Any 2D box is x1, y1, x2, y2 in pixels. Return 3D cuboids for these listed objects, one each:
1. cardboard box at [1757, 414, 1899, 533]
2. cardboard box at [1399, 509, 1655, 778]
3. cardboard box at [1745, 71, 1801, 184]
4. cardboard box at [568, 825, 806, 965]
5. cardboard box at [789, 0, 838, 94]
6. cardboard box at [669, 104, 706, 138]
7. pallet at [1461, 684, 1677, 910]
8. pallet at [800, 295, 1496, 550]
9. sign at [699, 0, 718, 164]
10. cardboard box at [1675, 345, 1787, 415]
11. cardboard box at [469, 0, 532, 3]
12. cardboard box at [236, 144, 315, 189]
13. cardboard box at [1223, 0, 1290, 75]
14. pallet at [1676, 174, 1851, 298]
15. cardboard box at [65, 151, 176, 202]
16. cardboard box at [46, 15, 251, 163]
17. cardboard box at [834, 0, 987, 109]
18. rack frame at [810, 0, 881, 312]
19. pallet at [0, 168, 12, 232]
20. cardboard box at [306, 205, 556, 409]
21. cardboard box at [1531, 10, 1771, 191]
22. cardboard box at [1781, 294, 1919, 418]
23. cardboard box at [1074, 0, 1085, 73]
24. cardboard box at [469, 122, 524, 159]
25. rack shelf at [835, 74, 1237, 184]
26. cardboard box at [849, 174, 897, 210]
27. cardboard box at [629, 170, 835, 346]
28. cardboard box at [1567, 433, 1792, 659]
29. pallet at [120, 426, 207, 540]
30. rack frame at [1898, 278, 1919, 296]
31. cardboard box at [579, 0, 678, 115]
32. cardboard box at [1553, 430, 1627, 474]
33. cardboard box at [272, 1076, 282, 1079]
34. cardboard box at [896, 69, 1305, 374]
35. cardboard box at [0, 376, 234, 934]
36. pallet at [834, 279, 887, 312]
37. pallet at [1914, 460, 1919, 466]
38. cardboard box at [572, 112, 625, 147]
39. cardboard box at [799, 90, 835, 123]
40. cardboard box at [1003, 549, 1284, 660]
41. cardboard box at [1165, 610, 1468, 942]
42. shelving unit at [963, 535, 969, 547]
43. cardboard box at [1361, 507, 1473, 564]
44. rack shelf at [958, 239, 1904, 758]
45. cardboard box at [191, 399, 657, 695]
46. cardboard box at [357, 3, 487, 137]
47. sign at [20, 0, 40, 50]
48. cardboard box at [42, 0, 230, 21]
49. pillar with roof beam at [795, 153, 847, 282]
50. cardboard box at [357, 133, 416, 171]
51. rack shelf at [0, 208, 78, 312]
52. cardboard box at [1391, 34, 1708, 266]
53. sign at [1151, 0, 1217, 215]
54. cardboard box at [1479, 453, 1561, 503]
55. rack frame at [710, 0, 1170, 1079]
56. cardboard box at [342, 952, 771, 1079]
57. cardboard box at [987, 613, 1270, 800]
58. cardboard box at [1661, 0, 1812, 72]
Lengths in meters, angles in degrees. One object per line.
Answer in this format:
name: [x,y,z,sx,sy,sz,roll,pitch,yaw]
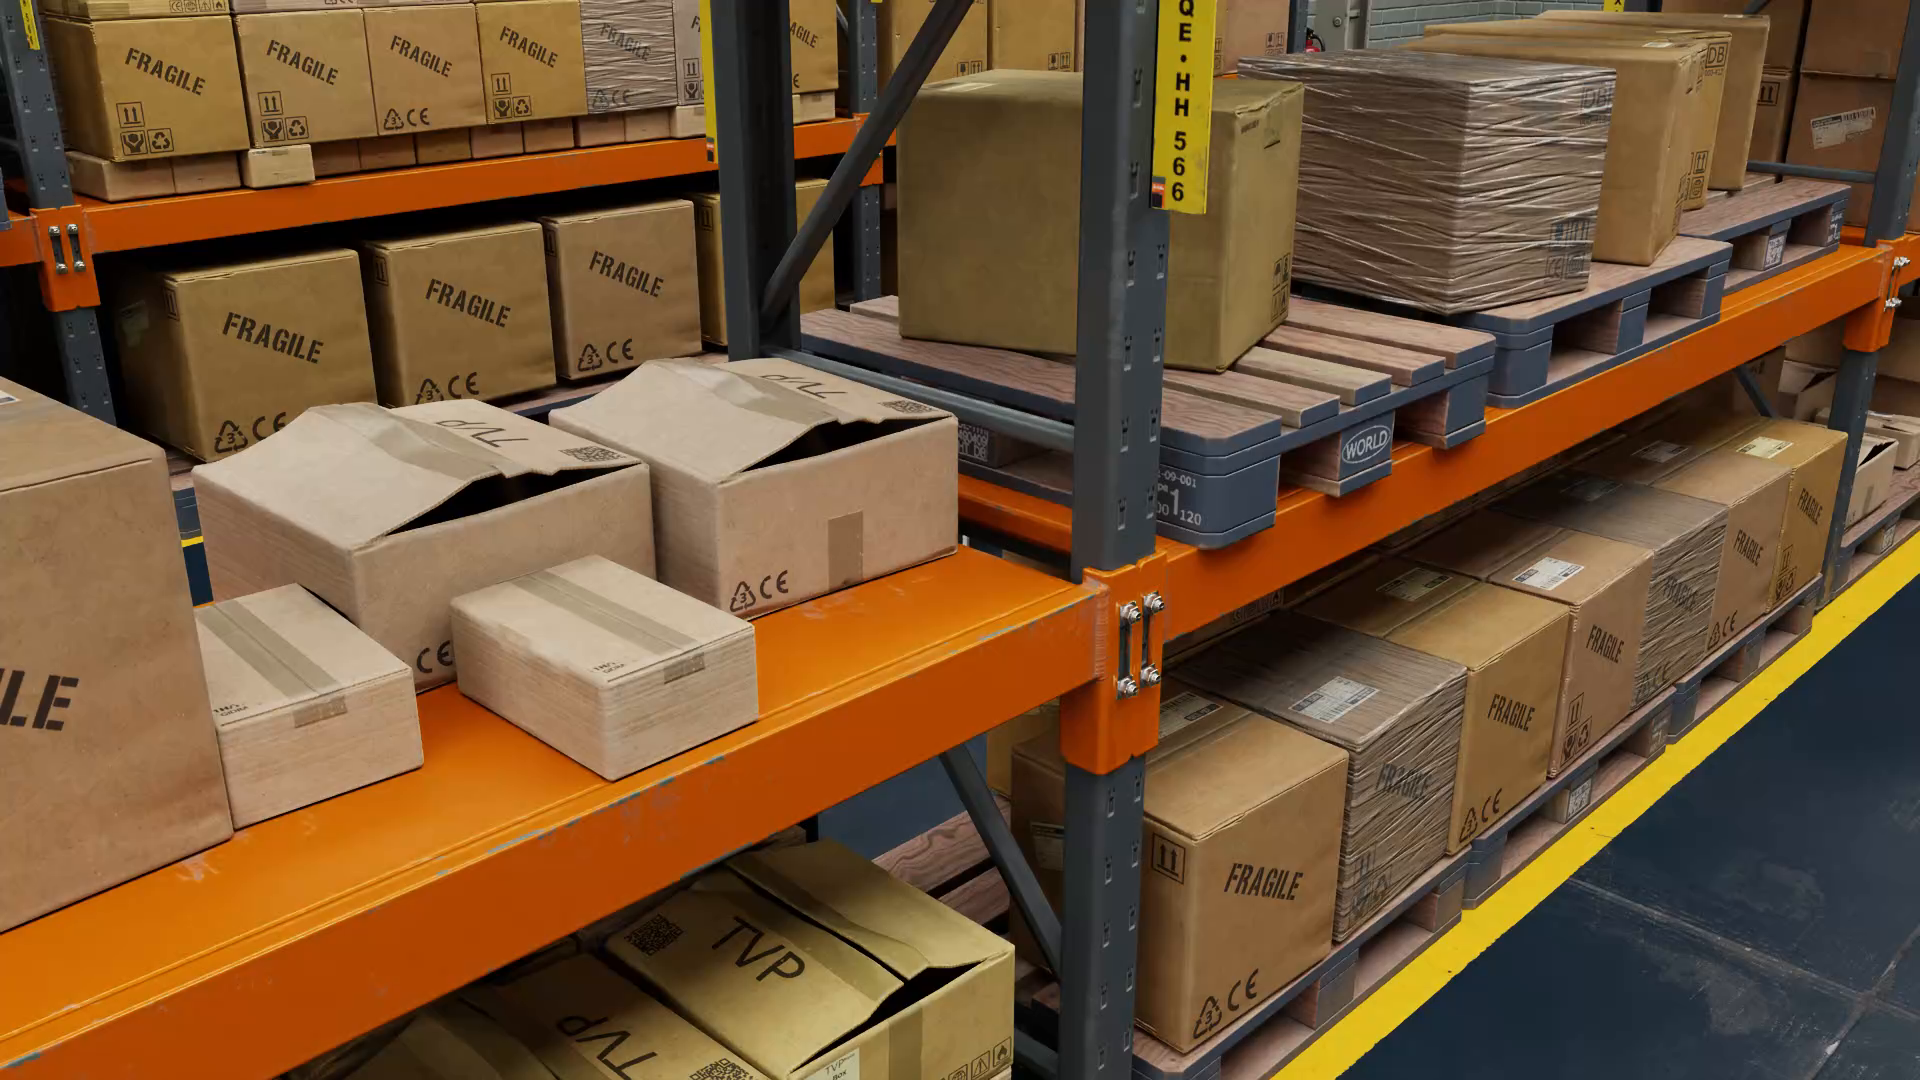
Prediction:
cardboard box: [3.171,-0.284,6.266,0.500,0.311,0.500,19,28,41]
cardboard box: [1.530,0.265,4.574,0.500,0.500,0.500,18,27,39]
cardboard box: [2.888,-1.519,6.206,0.500,0.500,0.500,-20,28,-41]
cardboard box: [-0.643,0.635,3.206,0.500,0.311,0.500,-19,28,-40]
cardboard box: [-0.970,-2.532,8.398,0.500,0.500,0.500,19,28,40]
cardboard box: [-1.376,-2.044,8.034,0.380,0.149,0.250,19,28,41]
pallet: [1.332,0.556,4.835,1.003,0.211,1.213,19,28,41]
pallet: [0.356,-0.354,3.581,1.213,0.211,1.003,19,28,41]
sign: [-0.462,-0.888,3.201,0.100,0.325,0.005,19,28,41]
cardboard box: [2.918,-0.536,6.658,0.500,0.500,0.500,19,28,41]
cardboard box: [-2.045,-2.488,7.240,0.500,0.250,0.500,19,28,40]
cardboard box: [-2.795,-1.519,6.667,0.250,0.149,0.380,-19,28,-40]
cardboard box: [1.614,-3.553,11.220,0.700,0.700,0.980,-19,28,-40]
pallet: [2.088,-1.012,5.294,1.003,0.211,1.213,19,28,41]
cardboard box: [-3.223,-1.409,6.382,0.380,0.149,0.250,19,28,40]
cardboard box: [-3.096,-1.746,6.354,0.500,0.500,0.500,-19,28,-40]
cardboard box: [-0.438,-2.794,9.244,0.700,0.700,0.980,-20,28,-41]
rack frame: [-0.828,-2.518,8.946,1.000,3.000,0.127,19,28,41]
pallet: [-4.040,-1.191,5.759,1.213,0.211,1.003,19,28,41]
cardboard box: [-2.396,-1.063,7.569,0.750,0.750,0.750,19,28,40]
cardboard box: [2.233,-1.457,5.458,0.700,0.500,0.500,9,23,23]
cardboard box: [4.030,-0.804,7.352,0.797,0.503,0.637,19,28,41]
cardboard box: [0.576,-3.170,10.222,0.980,0.700,0.700,18,27,38]
cardboard box: [-2.161,-1.806,7.415,0.380,0.149,0.250,19,28,41]
rack shelf: [0.567,-2.697,10.413,1.077,0.370,4.000,19,28,41]
cardboard box: [-0.477,-2.030,9.669,0.380,0.149,0.250,19,28,40]
cardboard box: [-1.189,-1.511,8.737,0.750,0.750,0.750,20,28,41]
cardboard box: [2.234,0.005,5.251,0.500,0.500,0.500,19,28,41]
pallet: [-3.015,-0.372,7.249,1.003,0.211,1.213,19,28,41]
rack frame: [5.514,-2.308,8.398,1.000,3.000,0.127,19,28,41]
cardboard box: [-1.675,-2.271,7.720,0.500,0.500,0.500,19,28,41]
cardboard box: [1.847,-0.115,5.564,0.500,0.500,0.500,-20,28,-41]
cardboard box: [-1.361,0.903,2.510,0.500,0.311,0.500,18,28,39]
cardboard box: [0.292,-0.684,3.449,0.700,0.500,0.500,9,23,23]
cardboard box: [-1.226,0.137,1.897,0.500,0.500,0.500,17,27,38]
pallet: [-0.242,-1.393,9.904,1.003,0.211,1.213,19,28,41]
pallet: [4.054,-0.469,7.502,1.003,0.211,1.213,19,28,41]
cardboard box: [-1.779,-1.937,7.756,0.380,0.149,0.250,18,28,39]
cardboard box: [-0.861,-2.253,8.577,0.380,0.149,0.250,20,28,41]
cardboard box: [0.454,0.045,4.102,0.500,0.250,0.500,-19,28,-40]
cardboard box: [0.817,0.529,3.889,0.500,0.500,0.500,18,27,39]
shelving unit: [0.115,-0.603,6.470,0.258,1.200,0.503,19,28,41]
cardboard box: [1.140,0.141,4.897,0.500,0.500,0.500,18,27,39]
rack shelf: [1.328,-0.430,4.514,1.077,0.370,4.000,19,28,41]
cardboard box: [-0.830,-0.028,2.592,0.500,0.311,0.500,19,28,40]
cardboard box: [-2.378,-2.006,7.030,0.500,0.500,0.500,19,28,40]
sign: [-3.223,-1.860,5.730,0.100,0.325,0.005,19,28,41]
cardboard box: [-3.097,-2.095,6.216,0.500,0.250,0.500,-19,28,-41]
pillar with roof beam: [2.125,-4.638,6.098,9.100,9.000,0.400,19,28,41]
cardboard box: [-2.533,-1.683,7.095,0.250,0.149,0.380,-19,28,-41]
rack shelf: [-5.014,-0.640,5.062,1.077,0.370,4.000,19,28,41]
cardboard box: [1.535,-1.053,4.408,0.700,0.500,0.500,12,24,27]
sign: [0.333,-0.654,2.481,0.100,0.325,0.005,19,28,41]
cardboard box: [1.514,-0.348,5.124,0.500,0.250,0.500,19,28,41]
rack frame: [-0.067,-0.251,3.048,1.000,3.000,0.127,19,28,41]
cardboard box: [-0.614,0.906,2.503,0.500,0.311,0.500,19,28,40]
cardboard box: [0.417,0.411,4.196,0.500,0.500,0.500,-19,28,-40]
cardboard box: [2.891,-1.988,6.032,0.500,0.500,0.500,19,28,41]
